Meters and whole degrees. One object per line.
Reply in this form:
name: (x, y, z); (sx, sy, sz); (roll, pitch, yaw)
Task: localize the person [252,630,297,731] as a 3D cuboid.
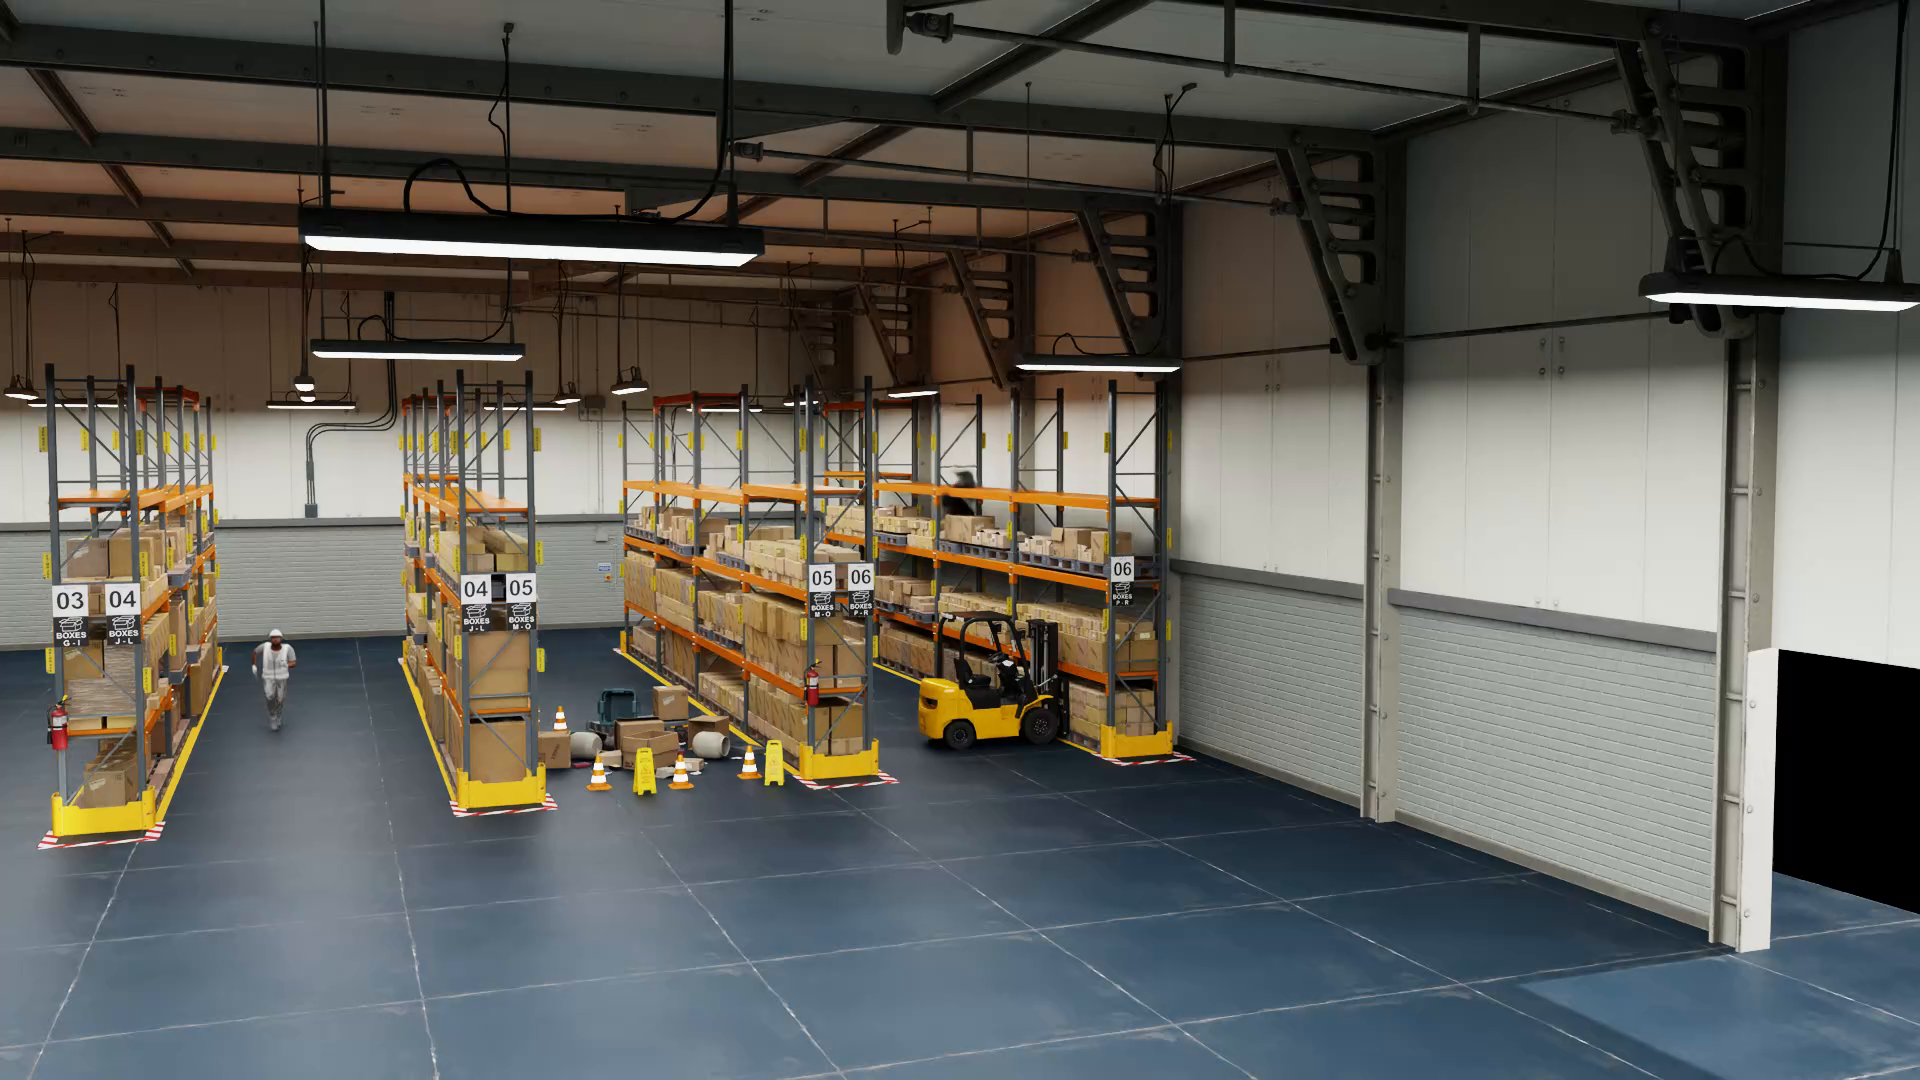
person: (-11.906, 2.422, 28.890); (0.718, 1.757, 0.819); (-1, 4, -21)
